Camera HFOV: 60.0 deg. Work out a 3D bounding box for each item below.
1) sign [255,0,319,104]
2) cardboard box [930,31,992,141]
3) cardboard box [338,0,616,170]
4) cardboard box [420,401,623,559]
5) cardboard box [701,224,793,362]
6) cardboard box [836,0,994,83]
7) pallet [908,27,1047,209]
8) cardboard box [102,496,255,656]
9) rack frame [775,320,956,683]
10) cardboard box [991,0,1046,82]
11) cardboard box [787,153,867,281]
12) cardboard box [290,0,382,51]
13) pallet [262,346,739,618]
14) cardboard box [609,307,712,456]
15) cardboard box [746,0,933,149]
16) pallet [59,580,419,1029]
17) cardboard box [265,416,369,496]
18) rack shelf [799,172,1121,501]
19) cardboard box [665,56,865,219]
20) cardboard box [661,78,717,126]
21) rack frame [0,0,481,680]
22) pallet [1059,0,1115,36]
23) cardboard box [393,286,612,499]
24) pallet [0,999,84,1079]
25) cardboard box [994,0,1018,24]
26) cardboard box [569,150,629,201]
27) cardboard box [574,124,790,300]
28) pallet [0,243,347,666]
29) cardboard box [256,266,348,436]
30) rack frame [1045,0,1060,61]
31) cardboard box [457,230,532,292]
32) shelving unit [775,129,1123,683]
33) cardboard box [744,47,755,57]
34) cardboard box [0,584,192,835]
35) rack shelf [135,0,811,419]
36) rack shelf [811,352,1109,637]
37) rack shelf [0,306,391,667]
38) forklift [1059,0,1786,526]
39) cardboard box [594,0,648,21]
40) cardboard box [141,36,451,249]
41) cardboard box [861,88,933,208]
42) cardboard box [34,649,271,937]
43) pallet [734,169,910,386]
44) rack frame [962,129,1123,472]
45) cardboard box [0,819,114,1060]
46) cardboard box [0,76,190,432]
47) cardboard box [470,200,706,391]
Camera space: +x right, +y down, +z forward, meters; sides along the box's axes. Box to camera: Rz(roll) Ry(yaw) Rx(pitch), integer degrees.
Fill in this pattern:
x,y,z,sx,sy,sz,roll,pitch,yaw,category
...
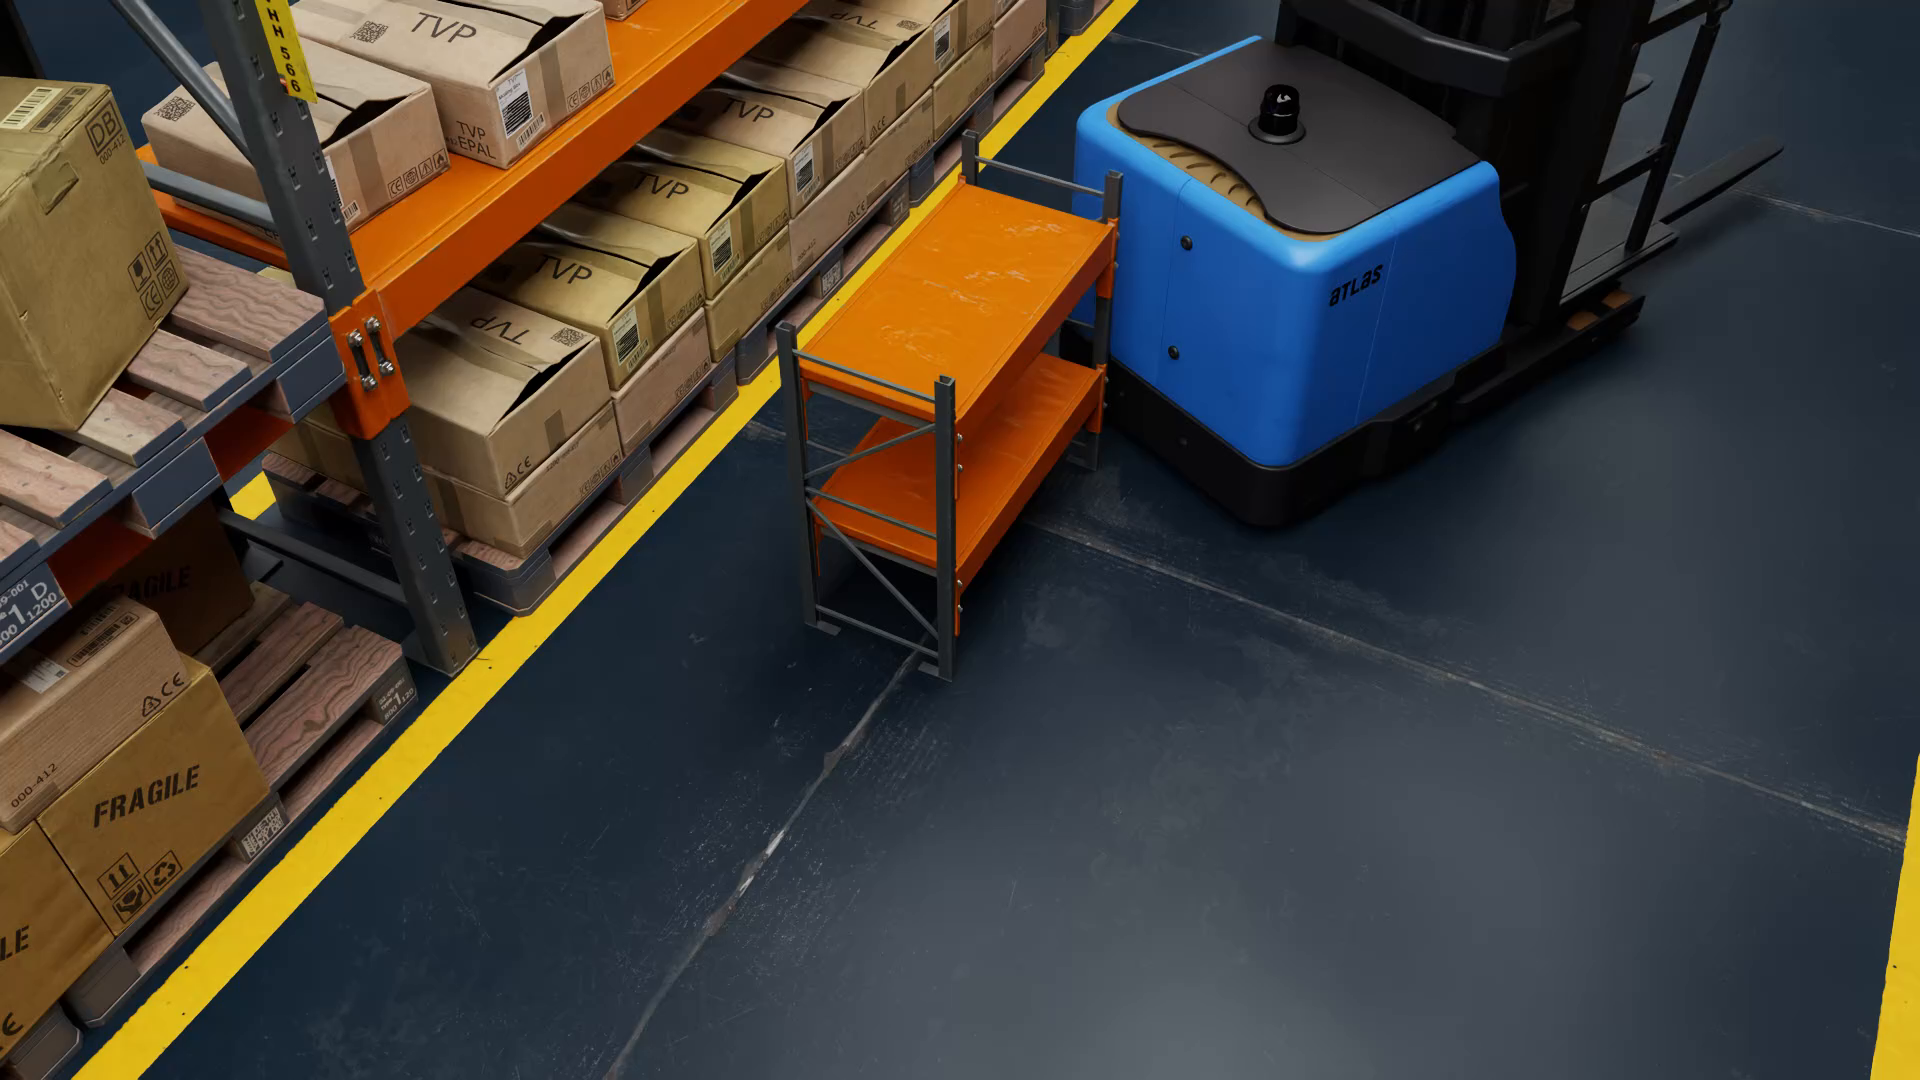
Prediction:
x,y,z,sx,sy,sz,roll,pitch,yaw,category
-1.405,-1.056,3.426,0.100,0.325,0.005,20,49,19,sign
-0.205,-1.876,6.633,0.500,0.250,0.500,20,49,18,cardboard box
-1.303,-1.318,4.506,0.500,0.311,0.500,20,49,19,cardboard box
-1.387,-0.264,5.040,0.500,0.250,0.500,20,49,19,cardboard box
-0.918,-0.910,5.679,0.500,0.250,0.500,19,48,18,cardboard box
-0.203,-2.068,6.429,0.500,0.311,0.500,22,49,20,cardboard box
-0.340,-1.913,6.992,1.003,0.211,1.213,20,49,19,pallet
-2.354,0.066,4.523,0.500,0.500,0.500,22,49,21,cardboard box
-0.239,-0.071,4.529,0.500,1.125,0.032,20,49,19,rack frame
0.031,-2.194,6.947,0.500,0.250,0.500,20,49,19,cardboard box
-0.680,-1.233,5.998,0.500,0.250,0.500,21,49,20,cardboard box
-1.717,-1.419,4.721,0.380,0.149,0.250,20,49,19,cardboard box
-1.473,-0.375,5.473,1.003,0.211,1.213,20,49,19,pallet
-1.154,-0.581,5.353,0.500,0.250,0.500,19,48,18,cardboard box
-0.437,-1.755,6.119,0.500,0.311,0.500,20,49,19,cardboard box
-2.270,0.588,4.520,1.003,0.211,1.213,20,49,19,pallet
-1.862,-0.443,5.217,0.500,0.250,0.500,22,49,20,cardboard box
-0.003,-0.597,4.638,0.538,0.278,1.000,20,49,19,rack shelf
-0.673,-1.439,5.807,0.500,0.311,0.500,20,49,19,cardboard box
-1.158,-1.601,5.967,0.500,0.311,0.500,22,49,20,cardboard box
-1.890,-0.850,3.981,1.000,3.000,0.127,20,49,19,rack frame
0.373,-2.877,7.945,1.003,0.211,1.213,20,49,19,pallet
-1.387,-0.461,4.840,0.500,0.311,0.500,22,49,20,cardboard box
-2.837,1.354,3.764,1.003,0.211,1.213,20,49,19,pallet
0.033,-2.398,6.755,0.500,0.311,0.500,20,49,19,cardboard box
-1.393,-1.286,5.656,0.500,0.311,0.500,20,49,19,cardboard box
-0.911,-1.115,5.487,0.500,0.311,0.500,19,48,18,cardboard box
-2.142,-0.332,3.604,1.213,0.211,1.003,20,49,19,pallet
-1.865,-0.639,5.017,0.500,0.311,0.500,22,49,20,cardboard box
-0.033,-3.370,6.471,1.000,3.000,0.127,20,49,19,rack frame
-1.629,-0.969,5.342,0.500,0.311,0.500,20,49,18,cardboard box
-0.003,-0.391,4.846,0.538,1.125,1.048,20,49,19,shelving unit
-0.922,-1.930,6.292,0.500,0.311,0.500,19,48,18,cardboard box
-2.139,0.314,3.752,0.500,0.250,0.500,22,49,21,cardboard box
-0.961,-1.857,5.482,1.077,0.370,4.000,20,49,19,rack shelf
-0.003,-0.219,5.020,0.538,0.278,1.000,20,49,19,rack shelf
-2.818,0.663,2.992,1.077,0.370,4.000,20,49,19,rack shelf
1.812,-1.946,5.112,3.031,2.935,1.130,-29,52,-26,forklift
-1.125,-1.948,4.996,0.500,0.500,0.500,18,48,17,cardboard box
-1.682,-1.033,4.225,0.500,0.311,0.500,23,50,21,cardboard box
-0.442,-1.553,6.314,0.500,0.250,0.500,21,49,20,cardboard box
-2.116,0.541,4.055,0.500,0.500,0.500,22,49,21,cardboard box
-0.906,-1.141,6.229,1.003,0.211,1.213,20,49,19,pallet
0.233,-0.711,5.162,0.500,1.125,0.032,20,49,19,rack frame
-2.357,0.867,3.733,0.500,0.500,0.500,19,48,18,cardboard box
-2.082,-0.599,3.367,0.700,0.500,0.500,6,46,6,cardboard box
-1.150,-0.795,5.170,0.500,0.311,0.500,19,48,18,cardboard box
